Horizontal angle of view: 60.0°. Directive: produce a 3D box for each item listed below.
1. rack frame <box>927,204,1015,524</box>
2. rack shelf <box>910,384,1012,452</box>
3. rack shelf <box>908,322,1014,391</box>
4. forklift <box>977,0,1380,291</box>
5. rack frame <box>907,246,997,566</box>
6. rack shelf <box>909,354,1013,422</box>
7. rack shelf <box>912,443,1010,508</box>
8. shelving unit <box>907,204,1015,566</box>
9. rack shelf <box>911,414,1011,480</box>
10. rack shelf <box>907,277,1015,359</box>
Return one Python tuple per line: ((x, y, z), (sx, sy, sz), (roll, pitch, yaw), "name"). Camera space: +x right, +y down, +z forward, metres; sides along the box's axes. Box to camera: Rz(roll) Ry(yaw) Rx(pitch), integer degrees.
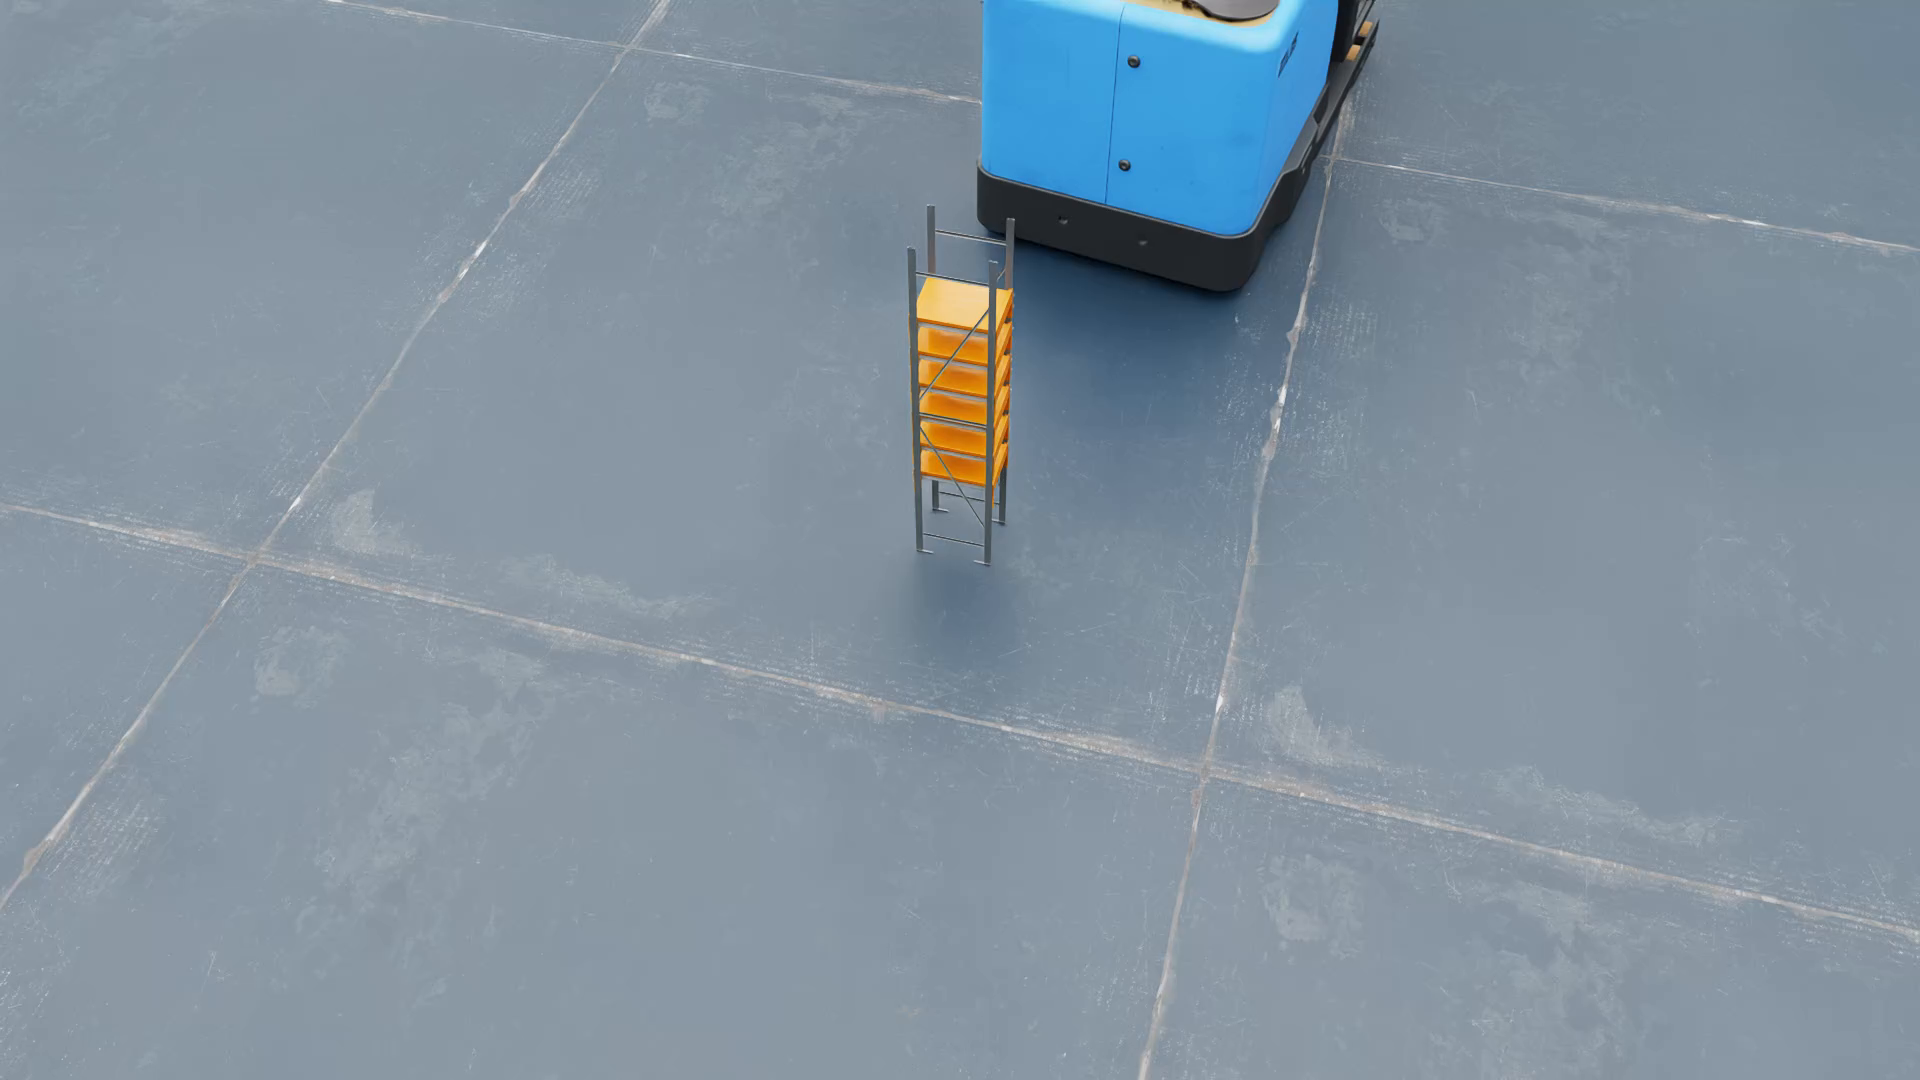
((0.028, -0.474, 4.868), (0.240, 1.200, 0.006), (12, 50, 10), "rack frame")
((0.004, -0.378, 4.843), (0.258, 0.103, 0.180), (12, 50, 10), "rack shelf")
((0.004, -0.537, 4.663), (0.258, 0.103, 0.180), (12, 50, 10), "rack shelf")
((1.115, -2.982, 5.927), (1.130, 2.935, 3.031), (18, 51, 15), "forklift")
((-0.020, -0.341, 4.751), (0.240, 1.200, 0.006), (12, 50, 10), "rack frame")
((0.004, -0.458, 4.753), (0.258, 0.103, 0.180), (12, 50, 10), "rack shelf")
((0.004, -0.219, 5.023), (0.258, 0.103, 0.180), (12, 50, 10), "rack shelf")
((0.004, -0.407, 4.809), (0.258, 1.200, 0.189), (12, 50, 10), "shelving unit")
((0.004, -0.299, 4.933), (0.258, 0.103, 0.180), (12, 50, 10), "rack shelf")
((0.004, -0.616, 4.573), (0.258, 0.103, 0.180), (12, 50, 10), "rack shelf")
